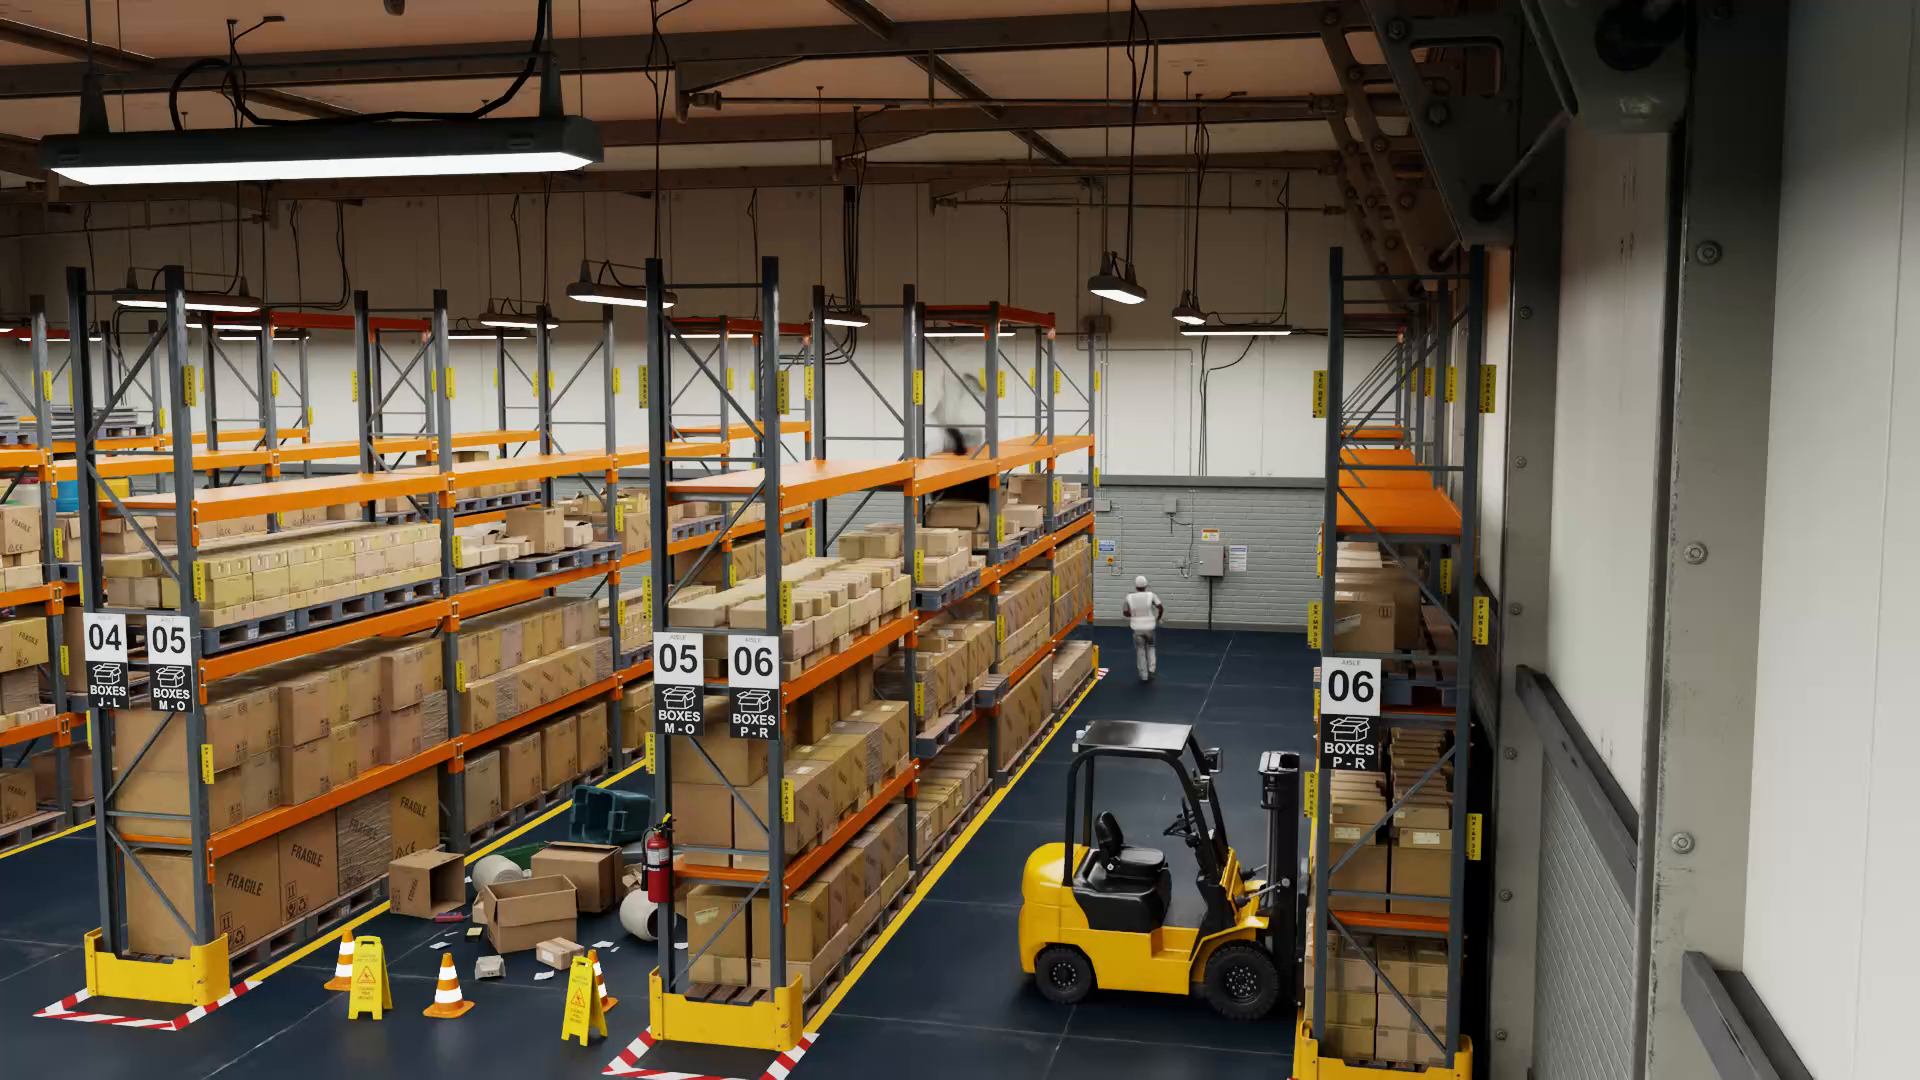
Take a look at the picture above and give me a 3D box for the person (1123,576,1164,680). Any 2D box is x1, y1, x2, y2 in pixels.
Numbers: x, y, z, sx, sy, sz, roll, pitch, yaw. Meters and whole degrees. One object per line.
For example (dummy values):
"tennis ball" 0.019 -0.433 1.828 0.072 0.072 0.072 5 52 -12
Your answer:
"person" 3.054 1.490 27.801 0.666 1.801 0.654 0 6 5
